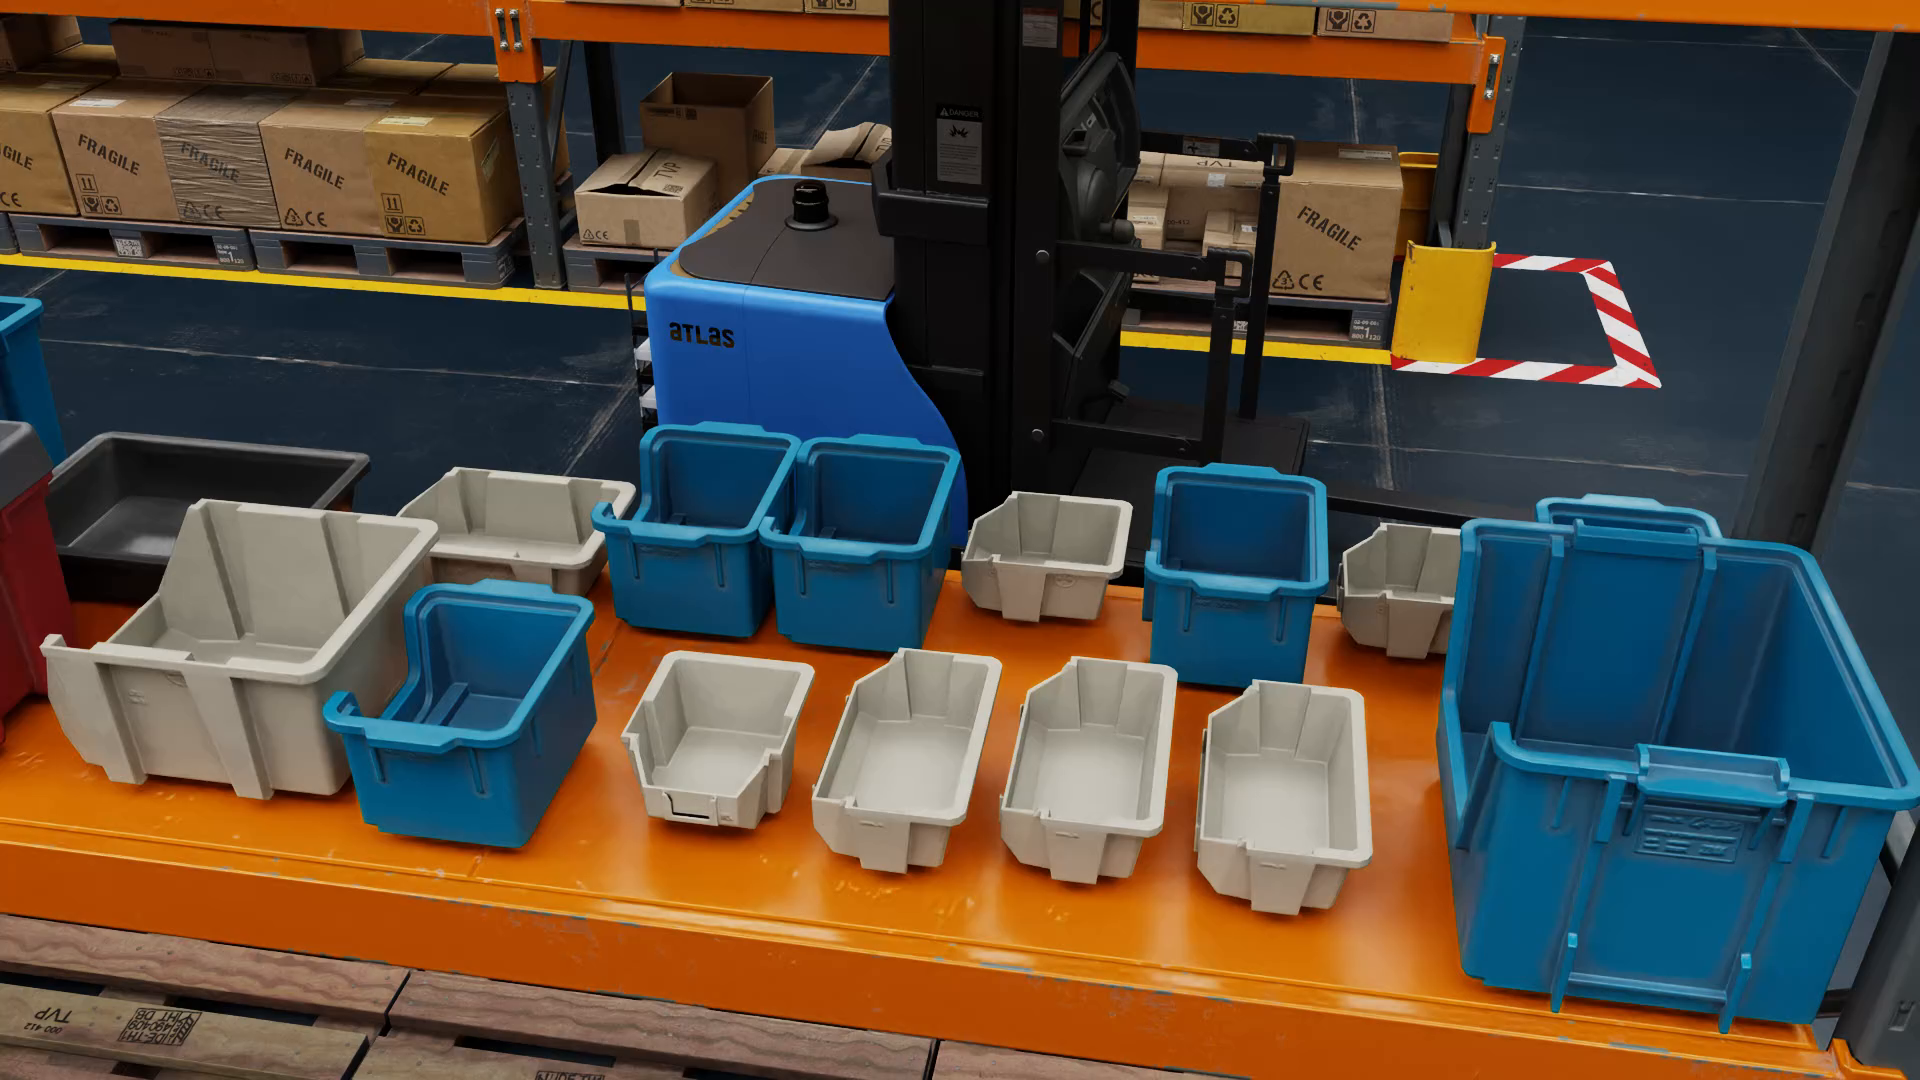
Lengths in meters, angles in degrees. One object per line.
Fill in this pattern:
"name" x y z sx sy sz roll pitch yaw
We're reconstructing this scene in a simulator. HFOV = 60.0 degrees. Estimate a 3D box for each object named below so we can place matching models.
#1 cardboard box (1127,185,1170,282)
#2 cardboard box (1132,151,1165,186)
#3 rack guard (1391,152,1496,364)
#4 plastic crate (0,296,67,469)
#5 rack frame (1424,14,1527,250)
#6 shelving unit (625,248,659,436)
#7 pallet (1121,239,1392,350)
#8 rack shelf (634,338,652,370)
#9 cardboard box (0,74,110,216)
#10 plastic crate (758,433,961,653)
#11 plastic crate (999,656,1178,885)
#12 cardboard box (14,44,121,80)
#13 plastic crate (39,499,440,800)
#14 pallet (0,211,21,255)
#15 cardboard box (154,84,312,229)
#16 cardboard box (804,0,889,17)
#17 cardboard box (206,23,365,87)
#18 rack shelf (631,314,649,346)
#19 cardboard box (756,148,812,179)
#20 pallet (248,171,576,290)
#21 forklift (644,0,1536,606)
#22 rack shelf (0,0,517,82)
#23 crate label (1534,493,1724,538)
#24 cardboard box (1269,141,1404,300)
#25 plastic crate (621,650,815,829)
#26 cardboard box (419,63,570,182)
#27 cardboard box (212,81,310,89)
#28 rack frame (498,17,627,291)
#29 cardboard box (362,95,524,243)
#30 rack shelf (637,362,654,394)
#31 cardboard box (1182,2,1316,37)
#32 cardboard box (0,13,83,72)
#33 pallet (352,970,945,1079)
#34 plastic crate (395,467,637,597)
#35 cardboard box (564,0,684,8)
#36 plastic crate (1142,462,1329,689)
"cardboard box" 0.643 -1.353 7.262 0.500 0.250 0.500 5 32 8
"cardboard box" 0.678 -1.619 7.687 0.500 0.250 0.500 5 32 8
"rack guard" 2.077 -1.259 7.291 0.348 0.500 1.175 5 32 8
"plastic crate" -2.111 -0.234 3.256 0.575 0.384 0.392 5 32 8
"rack frame" 2.152 -2.312 6.617 0.127 3.000 1.000 5 32 8
"shelving unit" -0.963 -0.531 5.750 0.210 0.900 0.258 9 33 14
"pallet" 1.291 -1.207 7.480 1.213 0.211 1.003 5 32 8
"rack shelf" -0.963 -0.655 5.673 0.200 0.077 0.258 9 33 14
"cardboard box" -4.323 -1.872 7.855 0.500 0.500 0.500 5 32 8
"plastic crate" -0.171 0.012 3.005 0.300 0.233 0.416 5 32 8
"plastic crate" 0.197 0.353 2.551 0.243 0.136 0.396 5 32 8
"cardboard box" -4.263 -2.146 8.293 0.500 0.500 0.500 4 32 6
"plastic crate" -1.154 0.179 2.693 0.530 0.282 0.437 5 32 8
"pallet" -5.005 -1.758 8.359 1.213 0.211 1.003 5 32 8
"cardboard box" -3.306 -1.784 7.714 0.500 0.500 0.500 6 32 9
"cardboard box" -0.337 -2.434 6.717 0.500 0.500 0.500 5 32 8
"cardboard box" -3.213 -2.374 7.950 0.500 0.250 0.500 5 32 8
"rack shelf" -0.963 -0.732 5.625 0.200 0.077 0.258 9 33 14
"cardboard box" -0.802 -1.743 7.979 0.250 0.149 0.380 5 32 8
"pallet" -2.599 -1.540 8.011 1.213 0.211 1.003 5 32 8
"forklift" 0.600 -1.149 4.824 3.031 2.935 1.130 9 33 14
"rack shelf" -3.763 -2.543 7.663 4.000 0.370 1.077 5 32 8
"crate label" 1.127 0.129 2.817 0.303 0.233 0.416 5 32 8
"cardboard box" 1.574 -1.359 7.035 0.500 0.500 0.500 5 32 8
"plastic crate" -0.376 0.324 2.597 0.250 0.136 0.298 5 32 8
"cardboard box" -2.227 -1.967 8.006 0.500 0.500 0.500 4 32 6
"cardboard box" -3.246 -2.057 8.151 0.500 0.500 0.500 6 32 9
"rack frame" -1.791 -2.669 7.187 0.127 3.000 1.000 5 32 8
"cardboard box" -2.326 -1.690 7.565 0.500 0.500 0.500 5 32 8
"rack shelf" -0.963 -0.579 5.720 0.200 0.077 0.258 9 33 14
"cardboard box" 1.152 -2.297 6.498 0.500 0.500 0.500 5 32 9
"cardboard box" -4.717 -2.507 8.163 0.500 0.250 0.500 6 33 10
"pallet" -0.691 1.256 3.544 1.213 0.211 1.003 5 32 8
"plastic crate" -0.861 0.006 3.106 0.466 0.136 0.293 5 32 8
"cardboard box" -1.335 -2.524 6.860 0.500 0.500 0.500 6 33 9
"plastic crate" 0.478 0.071 2.911 0.300 0.233 0.416 5 32 8
